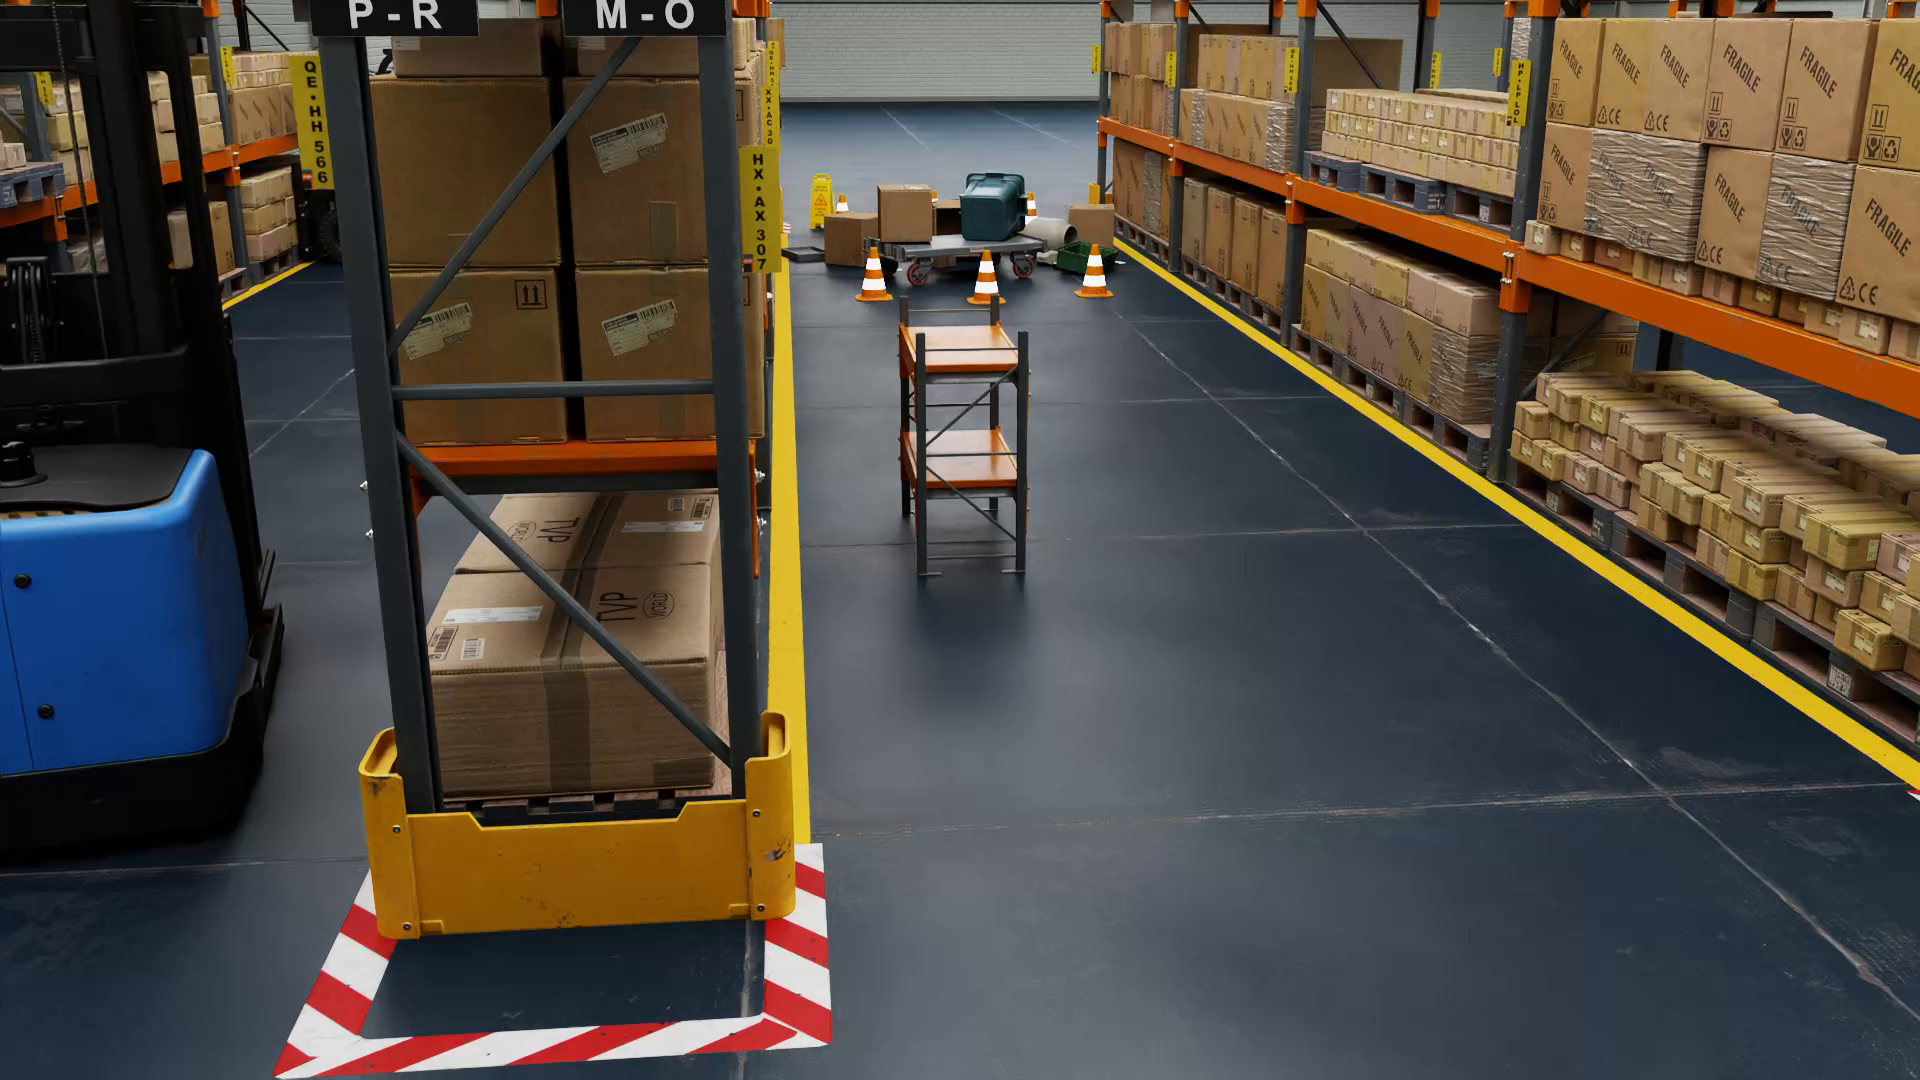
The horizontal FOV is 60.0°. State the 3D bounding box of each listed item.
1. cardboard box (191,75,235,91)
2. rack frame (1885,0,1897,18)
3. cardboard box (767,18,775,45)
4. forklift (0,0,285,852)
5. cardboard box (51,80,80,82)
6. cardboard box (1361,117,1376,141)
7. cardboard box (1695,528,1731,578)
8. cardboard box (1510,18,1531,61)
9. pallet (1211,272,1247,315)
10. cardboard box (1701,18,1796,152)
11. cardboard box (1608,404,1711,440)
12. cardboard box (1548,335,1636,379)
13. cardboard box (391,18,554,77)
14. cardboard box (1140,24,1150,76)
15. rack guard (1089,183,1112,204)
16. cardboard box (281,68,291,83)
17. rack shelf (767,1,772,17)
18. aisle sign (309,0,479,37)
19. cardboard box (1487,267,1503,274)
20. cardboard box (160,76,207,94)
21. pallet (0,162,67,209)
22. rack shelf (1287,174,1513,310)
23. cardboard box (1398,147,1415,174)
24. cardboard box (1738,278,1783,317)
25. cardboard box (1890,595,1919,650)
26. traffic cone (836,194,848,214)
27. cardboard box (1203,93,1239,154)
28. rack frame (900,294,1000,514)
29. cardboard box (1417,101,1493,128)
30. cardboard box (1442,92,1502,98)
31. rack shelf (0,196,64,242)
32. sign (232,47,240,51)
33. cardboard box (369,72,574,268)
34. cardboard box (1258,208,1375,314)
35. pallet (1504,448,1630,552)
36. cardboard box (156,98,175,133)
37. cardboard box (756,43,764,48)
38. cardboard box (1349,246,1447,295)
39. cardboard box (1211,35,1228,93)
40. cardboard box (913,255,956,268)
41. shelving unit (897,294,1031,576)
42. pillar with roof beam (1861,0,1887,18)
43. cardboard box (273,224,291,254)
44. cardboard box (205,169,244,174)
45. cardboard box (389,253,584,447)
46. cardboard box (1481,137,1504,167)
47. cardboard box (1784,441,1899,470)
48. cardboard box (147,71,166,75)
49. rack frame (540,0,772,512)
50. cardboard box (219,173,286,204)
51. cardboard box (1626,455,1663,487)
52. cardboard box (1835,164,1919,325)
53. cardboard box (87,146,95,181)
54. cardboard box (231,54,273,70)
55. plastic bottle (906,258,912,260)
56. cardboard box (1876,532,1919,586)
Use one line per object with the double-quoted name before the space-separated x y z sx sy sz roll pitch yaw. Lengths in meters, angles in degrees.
"cardboard box" -7.017 -4.273 15.531 0.380 0.149 0.250 -2 18 -7
"rack frame" 12.062 -5.618 21.065 1.000 3.000 0.127 -2 18 -6
"cardboard box" -2.139 -4.772 16.036 0.700 0.500 0.500 -2 18 -6
"forklift" -3.210 -0.841 5.961 1.130 2.935 3.031 -6 18 -17
"cardboard box" -7.375 -3.752 13.872 0.380 0.149 0.250 -2 18 -6
"cardboard box" 2.954 -2.796 11.296 0.380 0.149 0.250 -2 18 -5
"cardboard box" 3.376 0.050 7.068 0.380 0.149 0.250 -1 17 -5
"cardboard box" 6.921 -5.960 19.820 0.500 0.500 0.500 -2 18 -6
"pallet" 2.888 -2.228 14.922 1.003 0.211 1.213 -2 18 -6
"cardboard box" 3.375 -1.834 6.677 0.500 0.500 0.500 -2 18 -8
"cardboard box" 3.353 -0.547 7.978 0.380 0.149 0.250 -2 18 -7
"cardboard box" 3.617 -1.003 9.836 0.500 0.500 0.500 -1 17 -3
"cardboard box" -1.307 -1.327 4.478 0.380 0.149 0.250 -2 17 -5
"cardboard box" 2.447 -5.331 18.098 0.875 0.550 0.500 -2 18 -6
"rack guard" 2.189 -4.157 20.583 1.175 0.500 0.348 -2 18 -6
"cardboard box" -7.187 -4.886 17.482 0.380 0.149 0.250 -2 18 -5
"rack shelf" -2.515 -5.651 17.363 1.077 0.370 4.000 -2 18 -6
"aisle sign" -1.372 -1.601 3.930 0.394 0.787 0.004 -2 18 -6
"cardboard box" 3.559 -1.519 10.229 0.500 0.250 0.500 -1 17 -4
"cardboard box" -6.990 -4.075 14.900 0.380 0.149 0.250 -1 17 -4
"pallet" -6.693 -2.330 10.911 1.213 0.211 1.003 -2 18 -6
"rack shelf" 3.223 -2.020 10.803 1.077 0.370 4.000 -2 18 -6
"cardboard box" 3.027 -2.427 10.619 0.380 0.149 0.250 -2 18 -7
"cardboard box" 3.438 -1.009 6.802 0.380 0.149 0.250 -1 17 -5
"cardboard box" 3.504 0.294 5.794 0.380 0.149 0.250 -2 18 -7
"traffic cone" -1.394 -3.861 19.701 0.336 0.463 0.334 -2 18 -6
"cardboard box" 2.493 -3.734 14.895 0.500 0.500 0.500 -2 18 -6
"rack frame" -0.052 -0.686 8.485 0.500 1.125 0.032 -2 18 -6
"cardboard box" 3.060 -2.633 10.282 0.380 0.149 0.250 -3 18 -8
"cardboard box" 3.574 -3.038 11.572 0.380 0.149 0.250 -1 17 -4
"rack shelf" -6.627 -1.682 9.728 1.077 0.370 4.000 -2 18 -6
"sign" -8.211 -5.440 18.920 0.100 0.325 0.005 -2 18 -6
"cardboard box" -1.358 -1.053 4.688 0.500 0.500 0.500 -1 17 -4
"cardboard box" 3.044 -2.270 13.454 1.050 0.750 0.750 -2 18 -6
"pallet" 3.534 -0.238 8.581 1.003 0.211 1.213 -2 18 -6
"cardboard box" -6.834 -3.536 13.848 0.500 0.250 0.500 -1 17 -5
"cardboard box" -1.477 -2.854 10.423 0.500 0.500 0.500 -2 18 -6
"cardboard box" 2.938 -1.812 11.162 0.500 0.250 0.500 -2 18 -5
"cardboard box" 2.716 -4.374 15.266 0.700 0.500 0.500 -2 18 -7
"cardboard box" -0.258 -2.972 17.200 0.396 0.266 0.258 16 24 42
"shelving unit" 0.001 -0.535 8.002 0.538 1.125 1.048 -2 18 -6
"pillar with roof beam" 16.711 -13.835 37.221 9.100 9.000 0.400 -2 18 -6
"cardboard box" -7.034 -3.007 16.636 0.500 0.250 0.500 -2 18 -7
"cardboard box" -7.595 -3.621 16.922 0.500 0.250 0.500 -2 18 -5
"cardboard box" -1.384 -0.575 4.835 0.500 0.500 0.500 -2 18 -5
"cardboard box" 3.164 -2.180 9.336 0.380 0.149 0.250 -2 18 -5
"cardboard box" 3.849 -0.329 7.283 0.380 0.149 0.250 -2 18 -6
"cardboard box" -7.579 -4.398 15.431 0.380 0.149 0.250 -2 18 -6
"rack frame" -1.484 -1.584 8.215 1.000 3.000 0.127 -2 18 -6
"cardboard box" -7.026 -3.485 16.490 0.500 0.250 0.500 -2 18 -6
"cardboard box" 3.355 -0.324 7.763 0.380 0.149 0.250 -1 17 -3
"cardboard box" 3.492 -1.044 5.832 0.500 0.500 0.500 -2 18 -7
"cardboard box" -6.683 -2.839 12.464 0.500 0.250 0.500 -2 18 -7
"cardboard box" -7.239 -4.871 16.939 0.380 0.149 0.250 -2 18 -5
"plastic bottle" -0.577 -3.008 17.656 0.133 0.061 0.283 1 17 4
"cardboard box" 3.567 0.074 5.998 0.380 0.149 0.250 -1 17 -5
